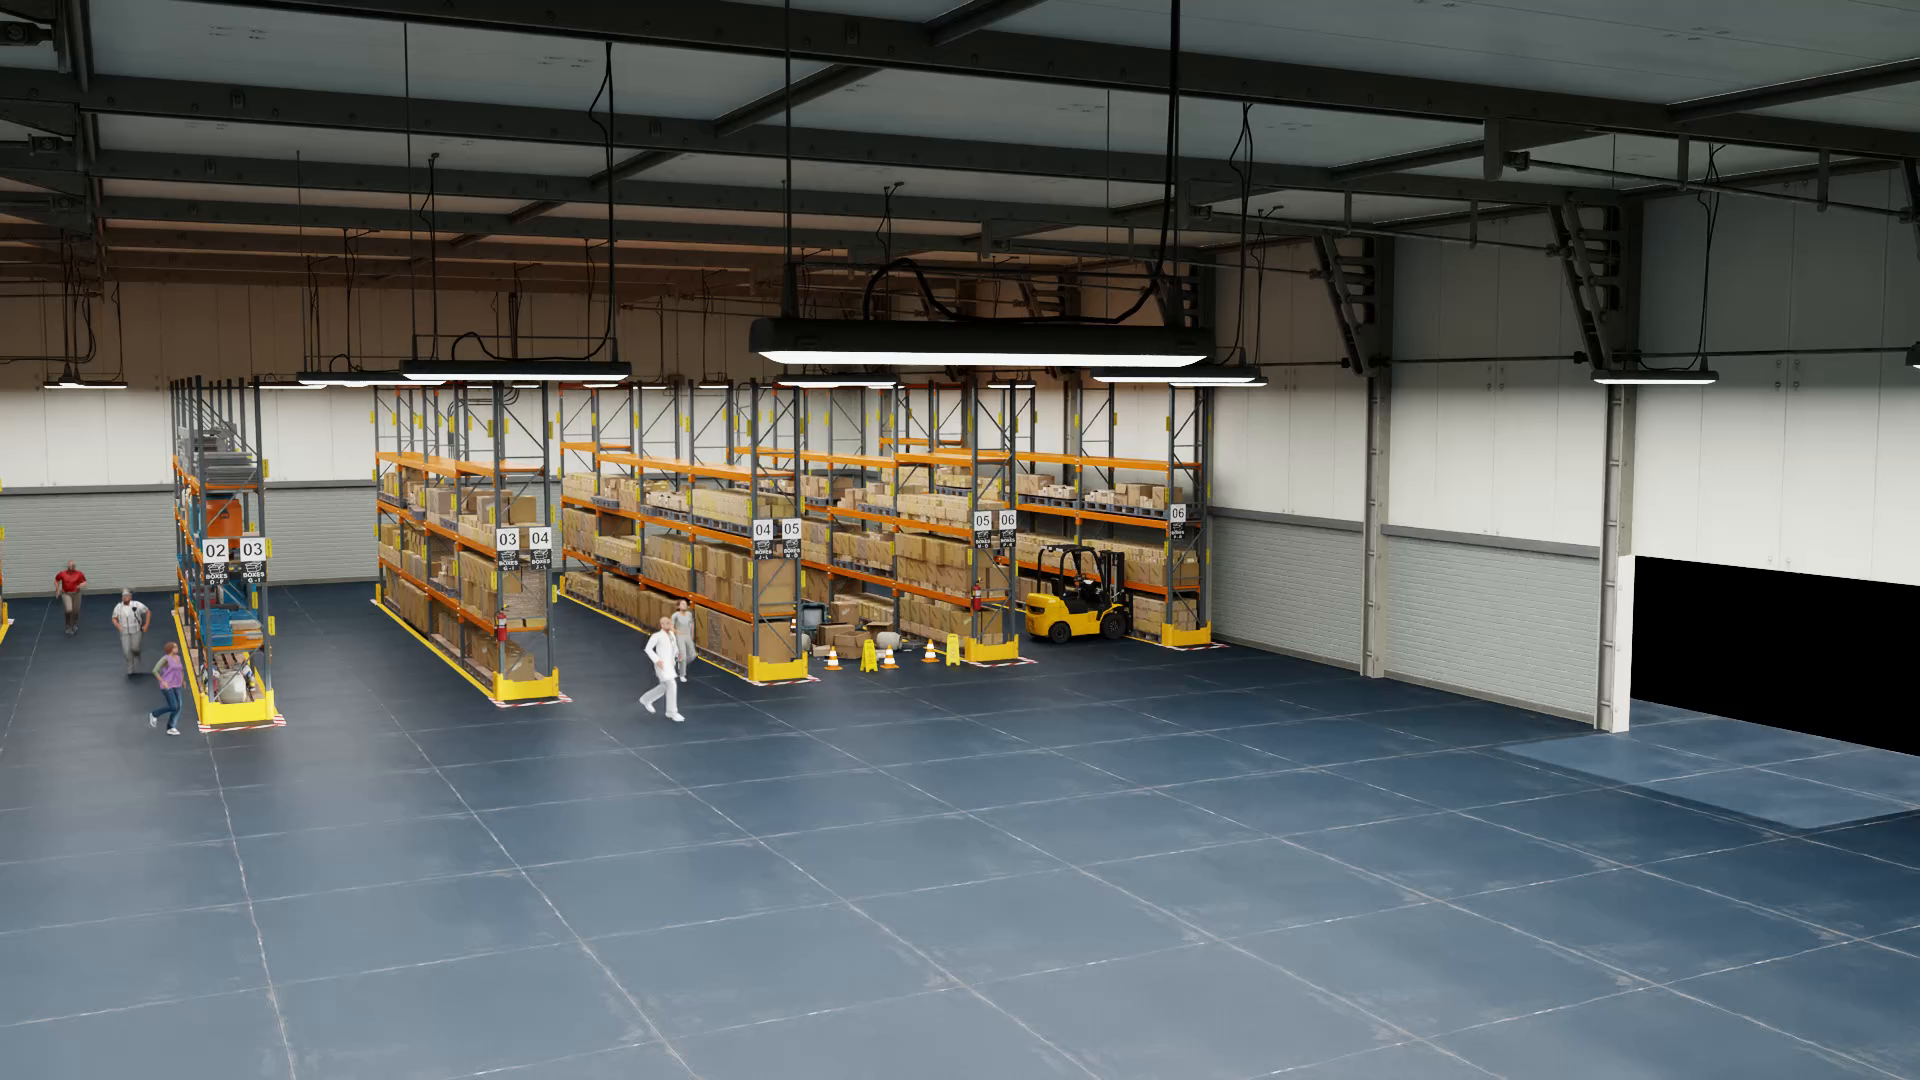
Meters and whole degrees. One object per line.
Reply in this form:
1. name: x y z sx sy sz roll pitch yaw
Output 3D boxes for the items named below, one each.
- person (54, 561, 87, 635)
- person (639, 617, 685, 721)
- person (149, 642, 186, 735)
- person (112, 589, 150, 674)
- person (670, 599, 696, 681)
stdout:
1. person: -21.055 1.373 39.423 0.628 1.770 0.832 -4 6 -38
2. person: -5.211 2.241 29.167 0.864 1.806 0.705 2 5 19
3. person: -13.286 2.479 27.981 0.572 1.537 0.605 1 5 15
4. person: -16.881 1.855 33.844 0.690 1.748 0.657 -1 5 -15
5. person: -5.502 1.978 33.019 0.586 1.631 0.572 -4 7 -39
